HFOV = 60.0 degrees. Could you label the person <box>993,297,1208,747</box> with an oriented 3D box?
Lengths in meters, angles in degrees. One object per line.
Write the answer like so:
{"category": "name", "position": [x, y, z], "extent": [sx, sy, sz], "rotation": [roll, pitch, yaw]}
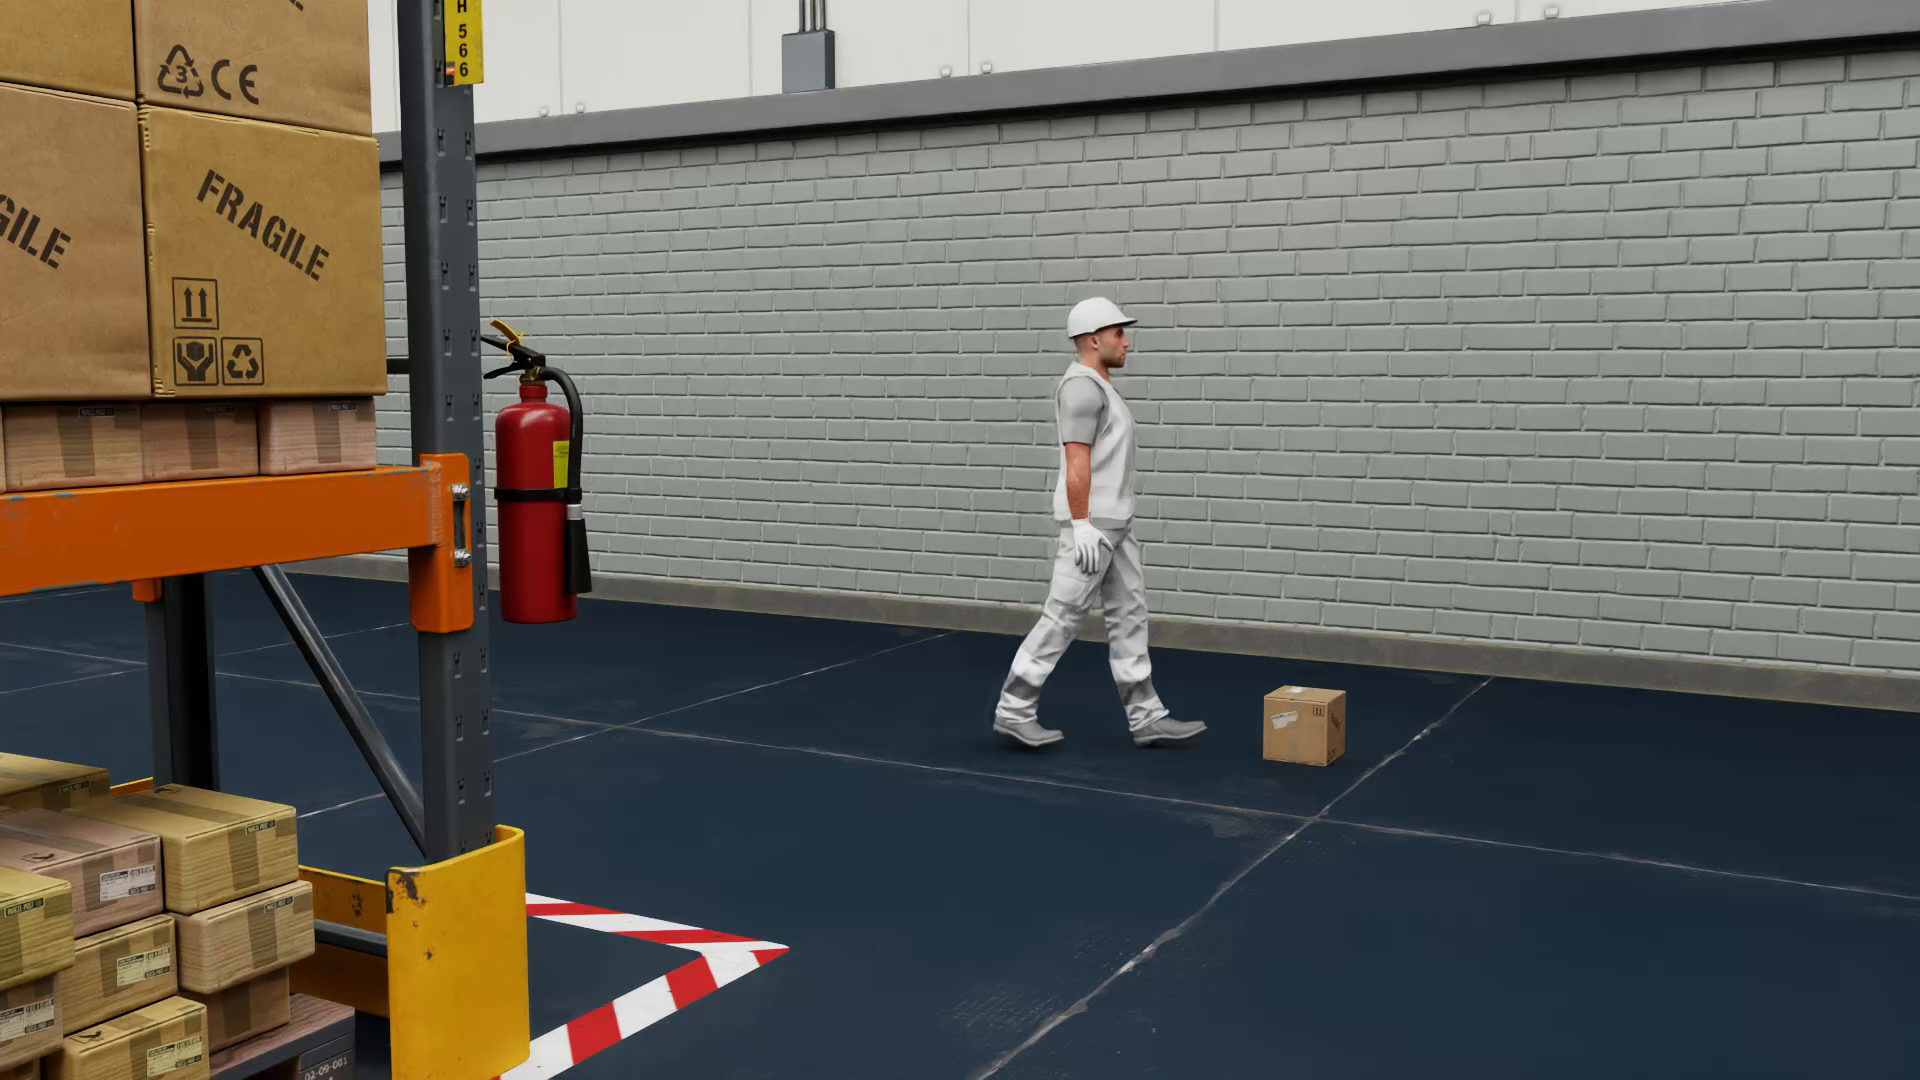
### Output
{"category": "person", "position": [0.562, -0.058, 6.561], "extent": [0.837, 1.784, 0.571], "rotation": [1, 6, 12]}
